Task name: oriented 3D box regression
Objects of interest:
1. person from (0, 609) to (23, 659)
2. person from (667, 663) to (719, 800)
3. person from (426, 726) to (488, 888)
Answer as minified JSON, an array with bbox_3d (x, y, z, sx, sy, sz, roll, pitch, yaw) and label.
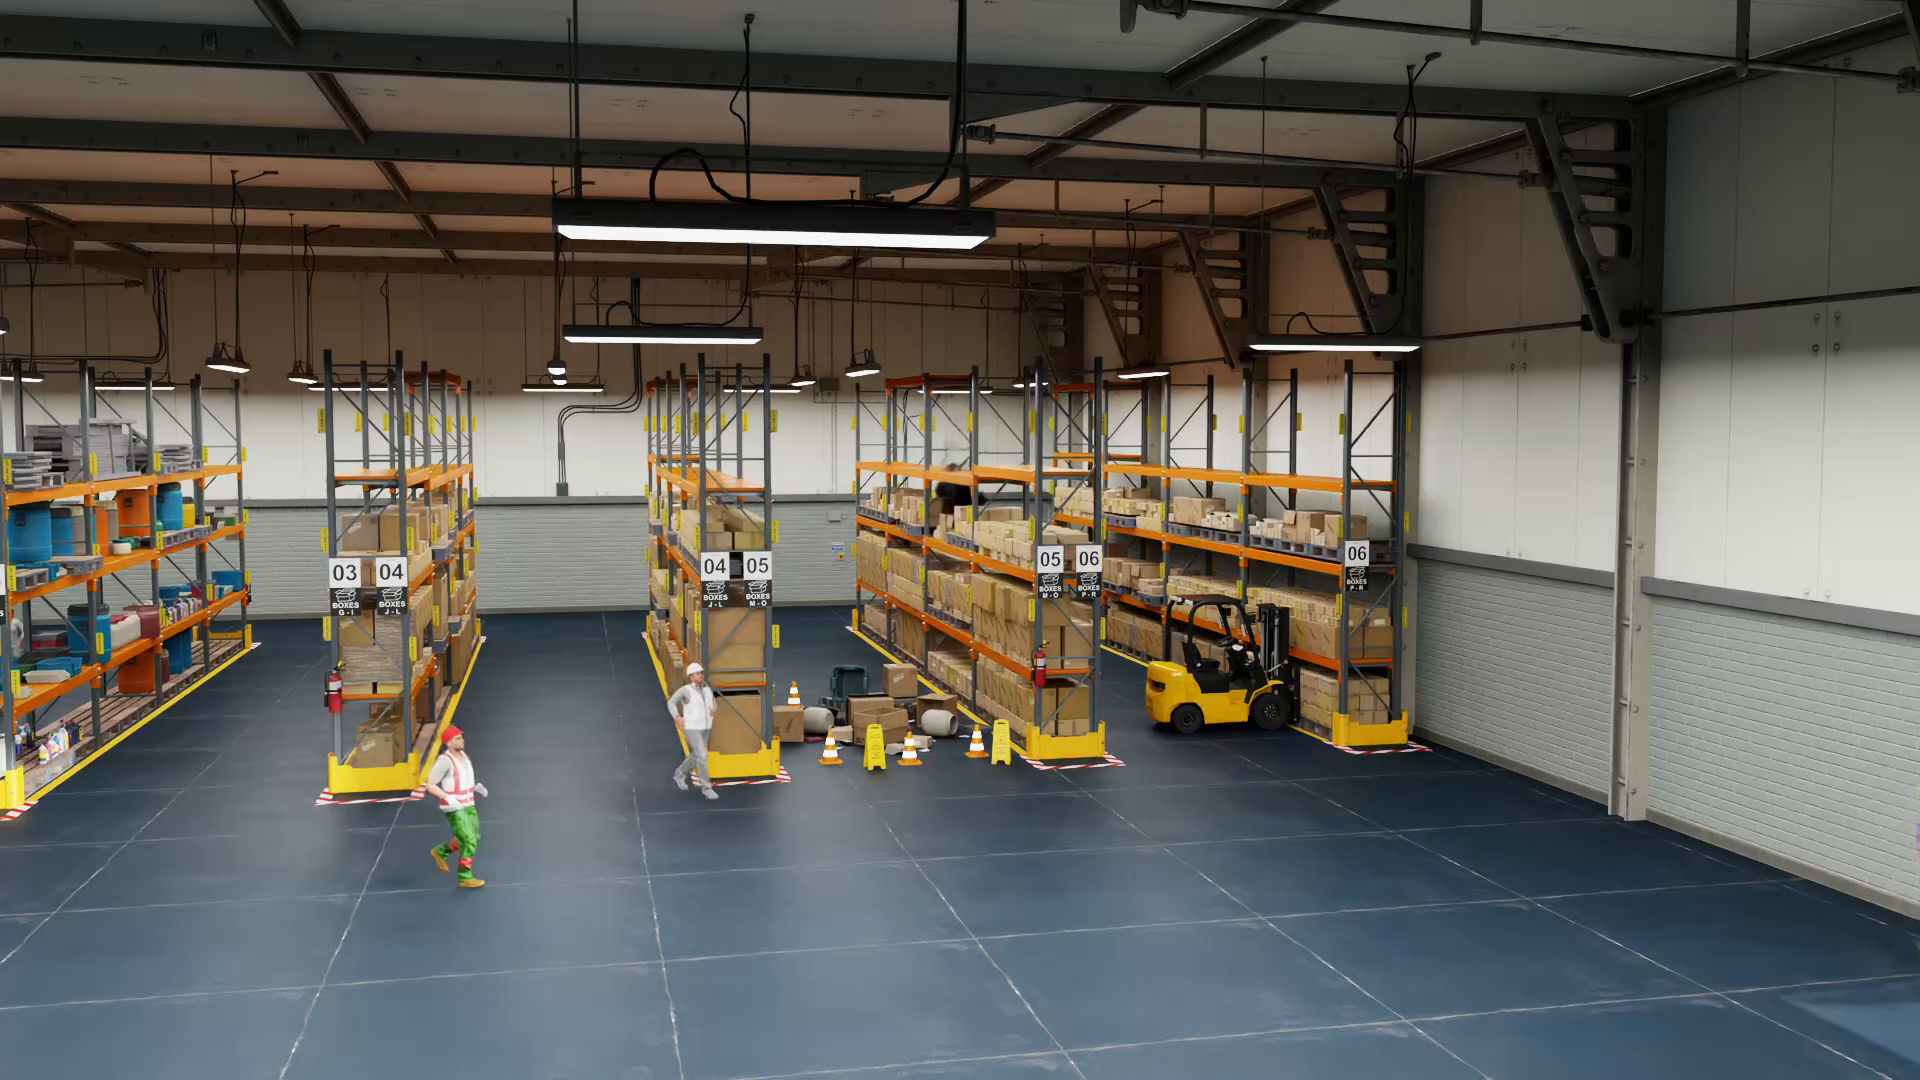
[{"bbox_3d":[-17.842,2.034,31.219,0.520,1.560,0.570,-1,4,-20],"label":"person"},{"bbox_3d":[-3.529,2.553,22.443,0.892,1.784,0.694,3,5,33],"label":"person"},{"bbox_3d":[-5.475,2.880,17.993,0.709,1.742,0.659,1,4,16],"label":"person"}]
